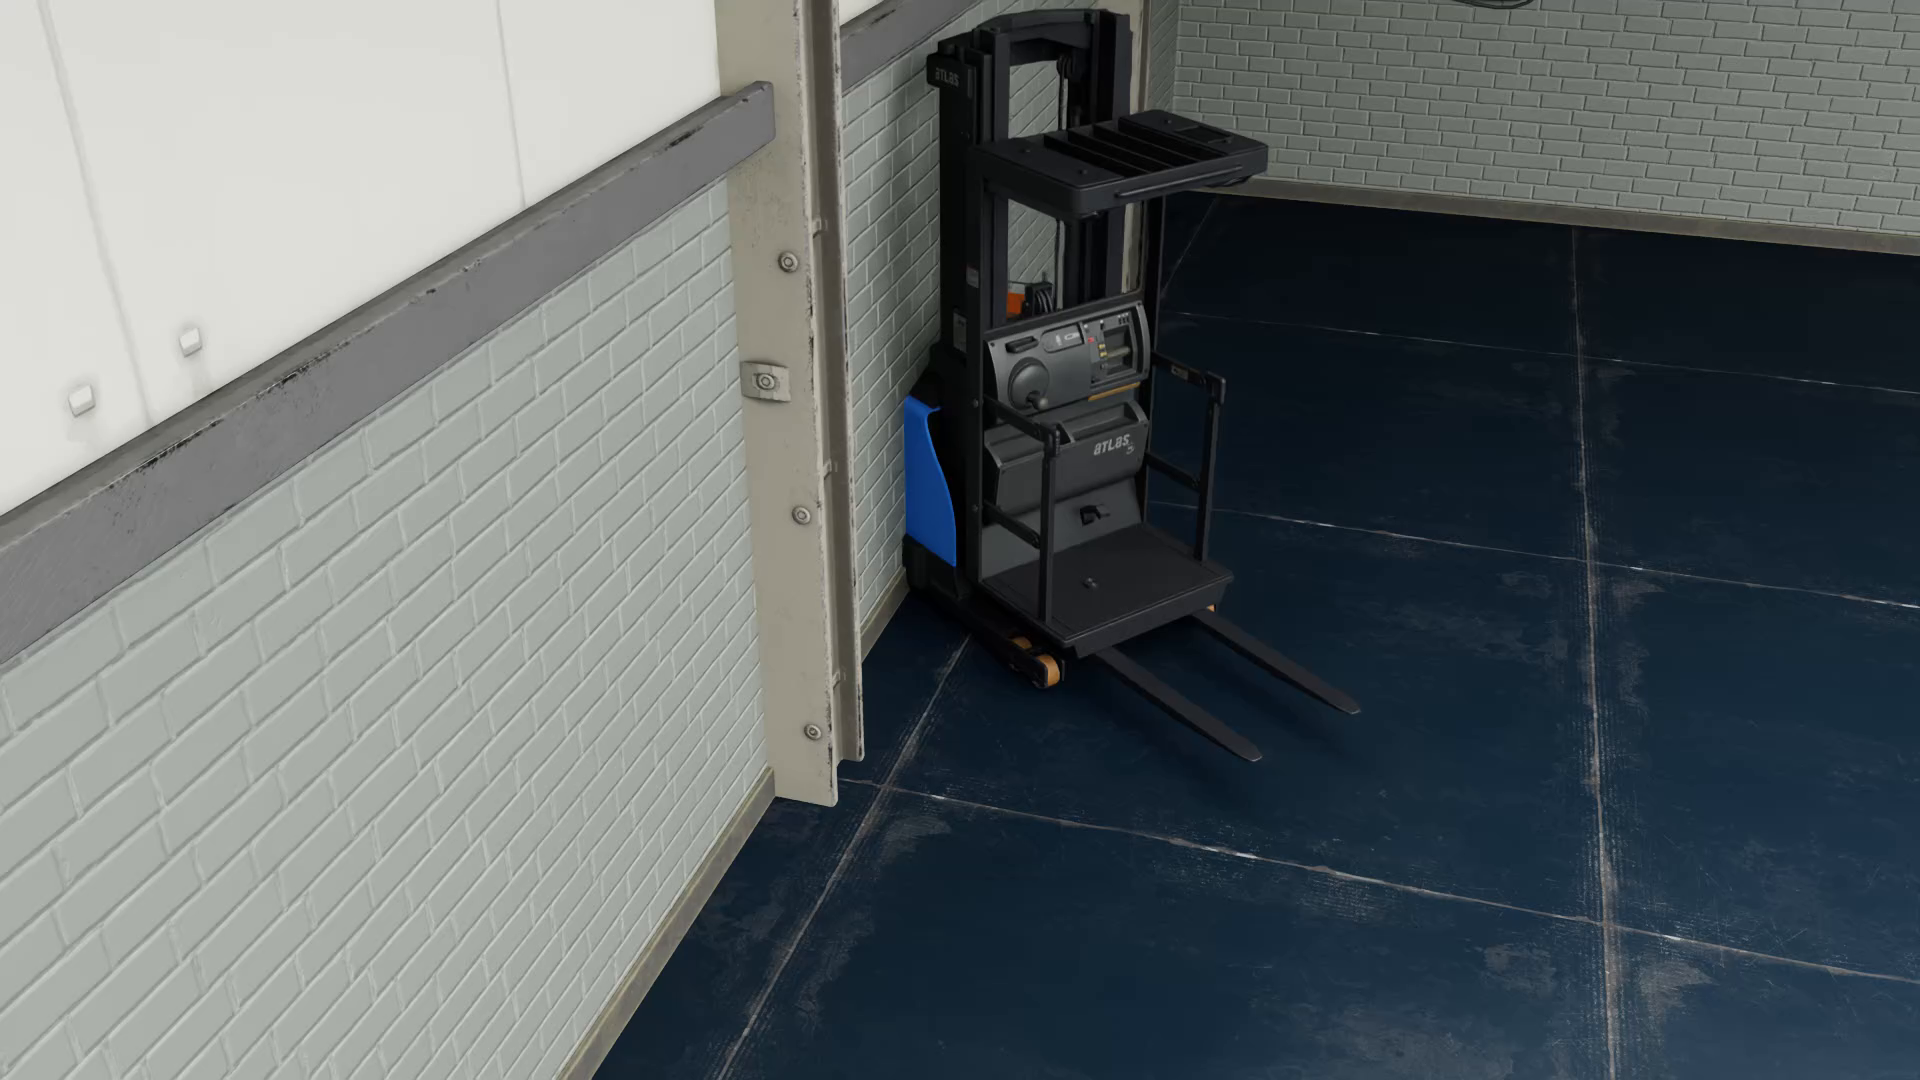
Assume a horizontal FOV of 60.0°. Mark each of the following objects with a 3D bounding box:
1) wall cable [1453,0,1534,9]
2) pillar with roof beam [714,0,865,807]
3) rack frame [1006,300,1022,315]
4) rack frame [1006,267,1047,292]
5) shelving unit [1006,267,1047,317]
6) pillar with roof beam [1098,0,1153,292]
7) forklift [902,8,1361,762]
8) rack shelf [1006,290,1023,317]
[{"bbox_3d":[3.256,-5.505,13.084,3.097,2.526,0.112,8,30,15],"label":"wall cable"},{"bbox_3d":[3.481,-2.279,4.090,9.100,9.000,0.400,8,30,15],"label":"pillar with roof beam"},{"bbox_3d":[0.233,-0.808,9.468,0.240,1.200,0.015,9,30,15],"label":"rack frame"},{"bbox_3d":[0.382,-1.034,9.874,0.240,1.200,0.015,9,30,15],"label":"rack frame"},{"bbox_3d":[0.308,-0.921,9.671,0.258,1.200,0.503,9,30,15],"label":"shelving unit"},{"bbox_3d":[5.242,-5.067,9.103,9.100,9.000,0.400,8,30,15],"label":"pillar with roof beam"},{"bbox_3d":[0.648,-0.835,7.736,1.130,2.935,3.031,-19,34,-30],"label":"forklift"},{"bbox_3d":[0.308,-1.264,9.480,0.258,0.148,0.480,9,30,15],"label":"rack shelf"}]
